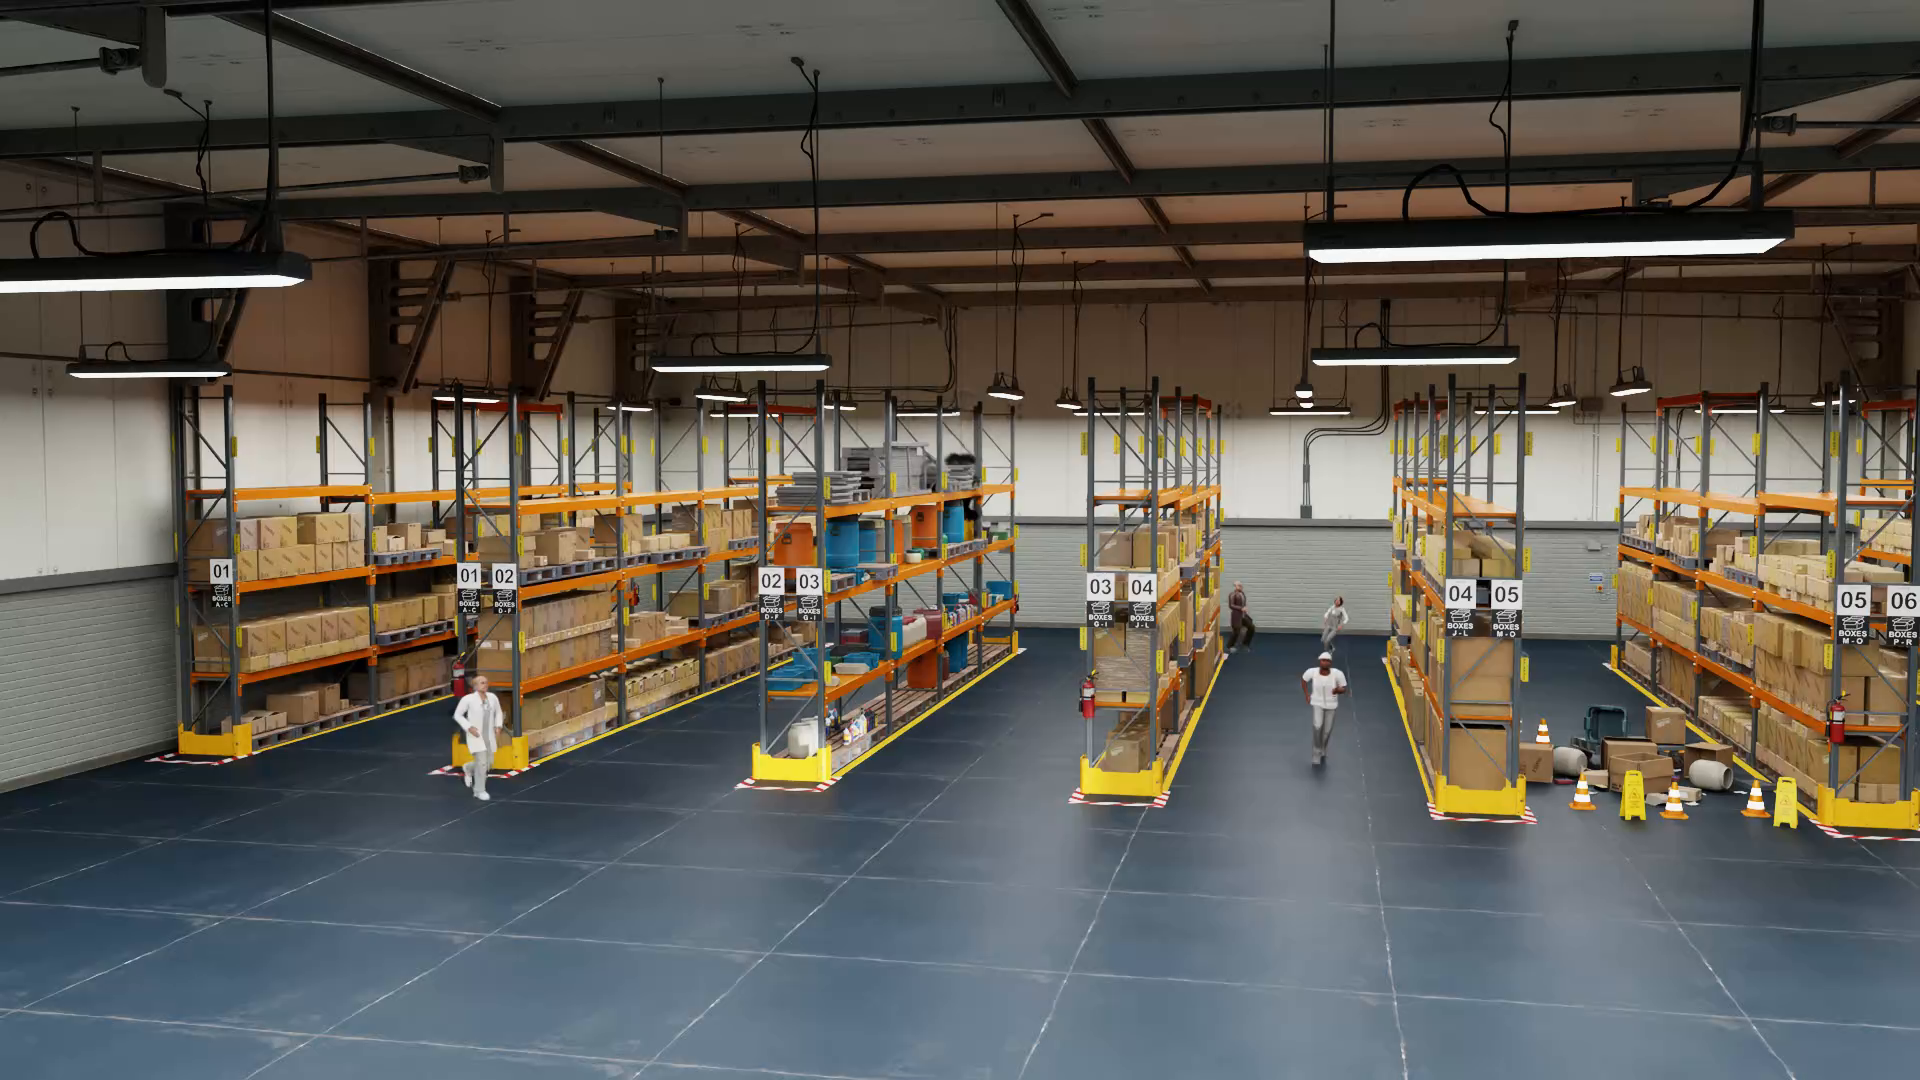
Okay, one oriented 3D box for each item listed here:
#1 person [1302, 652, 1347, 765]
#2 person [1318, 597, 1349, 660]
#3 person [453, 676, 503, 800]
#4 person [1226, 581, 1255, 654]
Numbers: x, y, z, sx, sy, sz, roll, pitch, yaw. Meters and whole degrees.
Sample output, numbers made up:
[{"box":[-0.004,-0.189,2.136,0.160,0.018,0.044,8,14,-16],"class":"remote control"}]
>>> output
[{"box":[5.778,2.660,26.363,0.676,1.794,0.784,0,3,5],"class":"person"},{"box":[8.697,2.072,38.739,0.566,1.511,0.610,-3,4,-39],"class":"person"},{"box":[-6.917,2.820,23.882,0.745,1.754,0.755,3,4,42],"class":"person"},{"box":[6.727,1.881,40.213,0.718,1.793,0.739,-3,4,-43],"class":"person"}]
